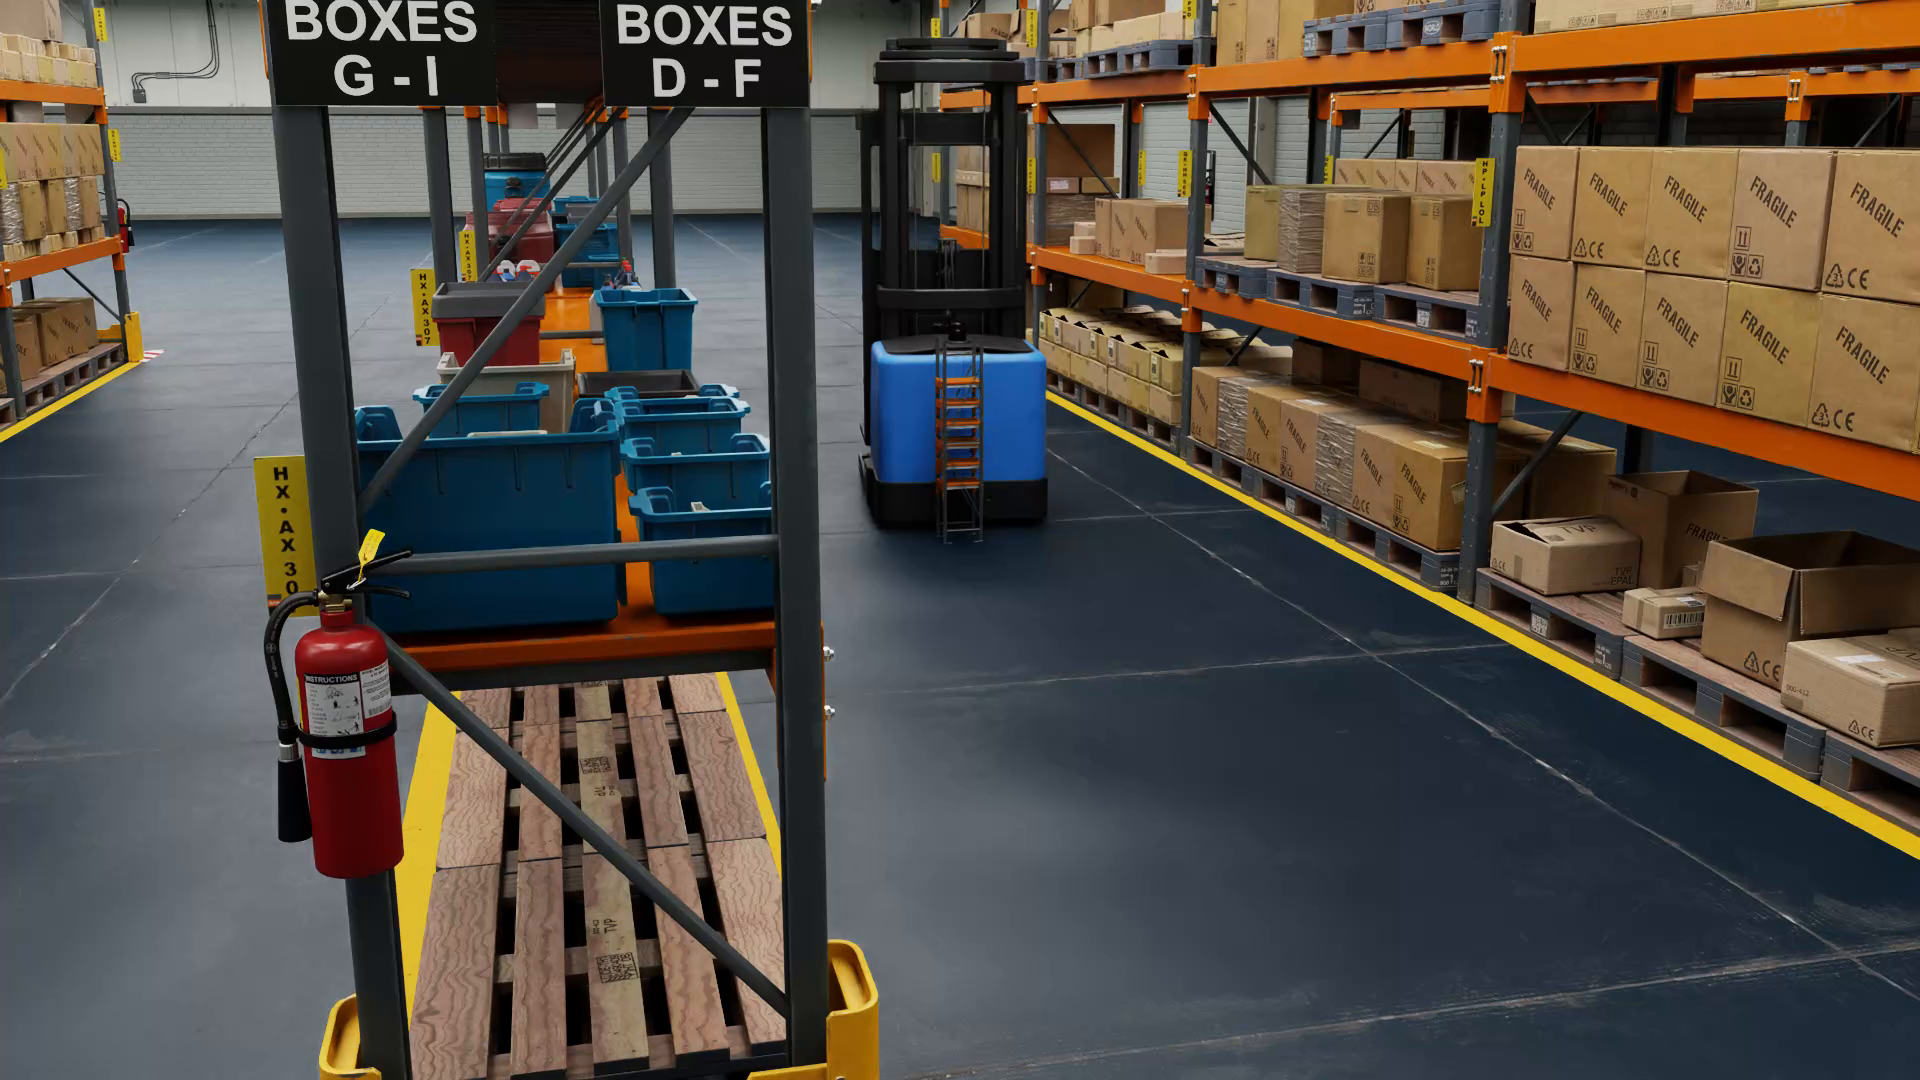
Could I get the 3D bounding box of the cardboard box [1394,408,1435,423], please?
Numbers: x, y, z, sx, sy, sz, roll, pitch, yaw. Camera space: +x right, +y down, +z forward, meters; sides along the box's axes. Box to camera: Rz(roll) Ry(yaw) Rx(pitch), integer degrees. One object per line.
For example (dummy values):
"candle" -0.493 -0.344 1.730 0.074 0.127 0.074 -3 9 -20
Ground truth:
"cardboard box" 2.958 -0.521 10.079 0.500 0.500 0.500 -3 14 -13

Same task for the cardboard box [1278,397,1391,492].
"cardboard box" 2.340 -0.603 10.414 0.500 0.500 0.500 -4 14 -15

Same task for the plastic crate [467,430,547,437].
"plastic crate" -1.393 -0.237 5.006 0.298 0.136 0.250 -3 14 -13

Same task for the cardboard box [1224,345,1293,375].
"cardboard box" 2.304 -1.359 12.896 0.500 0.311 0.500 -3 14 -11

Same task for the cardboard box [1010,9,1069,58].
"cardboard box" 0.938 -5.170 17.051 0.797 0.503 0.637 -2 14 -7

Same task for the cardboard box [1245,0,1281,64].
"cardboard box" 2.397 -3.370 10.871 0.910 0.500 0.500 -3 14 -13

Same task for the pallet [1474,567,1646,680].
"pallet" 3.241 0.355 8.030 1.003 0.211 1.213 -3 14 -13

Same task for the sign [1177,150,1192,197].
"sign" 1.603 -2.612 11.857 0.100 0.325 0.005 -3 14 -13

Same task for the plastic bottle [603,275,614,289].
"plastic bottle" -1.993 -1.365 9.440 0.061 0.283 0.133 -3 14 -13

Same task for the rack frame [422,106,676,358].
"rack frame" -1.735 -0.883 7.221 1.000 3.000 0.127 -3 14 -13

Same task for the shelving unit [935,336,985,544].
"shelving unit" -0.003 -0.586 9.798 0.258 1.200 0.189 -3 14 -13

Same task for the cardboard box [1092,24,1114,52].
"cardboard box" 1.469 -4.323 14.411 0.500 0.250 0.500 -5 15 -19

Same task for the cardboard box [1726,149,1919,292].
"cardboard box" 3.282 -1.211 6.248 0.500 0.500 0.500 -3 14 -11

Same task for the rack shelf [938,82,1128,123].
"rack shelf" 0.732 -4.573 17.519 1.077 0.370 4.000 -3 14 -13

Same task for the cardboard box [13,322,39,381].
"cardboard box" -8.625 -1.668 14.818 0.500 0.500 0.500 1 14 5

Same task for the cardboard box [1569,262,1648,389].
"cardboard box" 3.059 -0.956 7.309 0.500 0.500 0.500 -3 14 -12

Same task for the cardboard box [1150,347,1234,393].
"cardboard box" 1.779 -1.329 12.773 0.500 0.311 0.500 -3 14 -12

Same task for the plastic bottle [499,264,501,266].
"plastic bottle" -2.886 -1.597 10.415 0.097 0.271 0.097 0 14 0

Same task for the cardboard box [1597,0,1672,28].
"cardboard box" 3.068 -2.301 7.021 0.500 0.250 0.500 -3 14 -13

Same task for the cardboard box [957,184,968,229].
"cardboard box" 0.360 -3.867 19.223 0.700 0.500 0.500 -3 14 -13

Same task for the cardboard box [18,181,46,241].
"cardboard box" -8.557 -2.870 14.517 0.875 0.500 0.500 -3 14 -13

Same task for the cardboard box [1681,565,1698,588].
"cardboard box" 3.637 0.212 7.820 0.380 0.149 0.250 -3 14 -13

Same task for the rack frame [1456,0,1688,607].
"rack frame" 3.081 -1.158 8.347 1.000 3.000 0.127 -3 14 -13

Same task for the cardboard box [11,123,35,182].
"cardboard box" -8.405 -3.364 14.434 0.500 0.500 0.500 -3 14 -13

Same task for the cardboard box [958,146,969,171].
"cardboard box" 0.372 -4.485 19.019 0.700 0.500 0.500 -3 14 -13

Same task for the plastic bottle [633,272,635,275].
"plastic bottle" -1.896 -1.416 9.648 0.061 0.283 0.133 -3 14 -13

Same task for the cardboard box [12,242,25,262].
"cardboard box" -8.232 -2.455 14.185 0.380 0.149 0.250 -3 14 -13

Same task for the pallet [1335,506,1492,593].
"pallet" 2.853 0.011 9.438 1.003 0.211 1.213 -3 14 -13

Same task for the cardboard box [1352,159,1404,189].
"cardboard box" 5.003 -4.263 19.750 0.500 0.500 0.500 -3 14 -13

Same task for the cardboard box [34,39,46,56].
"cardboard box" -8.681 -4.540 15.346 0.380 0.149 0.250 -4 14 -16

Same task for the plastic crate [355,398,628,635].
"plastic crate" -1.055 -0.073 3.706 0.616 0.435 0.499 -3 14 -13

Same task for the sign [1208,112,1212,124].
"sign" 4.225 -7.180 28.112 0.001 0.298 0.199 -3 14 -13

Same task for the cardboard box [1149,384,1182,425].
"cardboard box" 1.781 -1.057 12.842 0.500 0.250 0.500 -3 14 -12

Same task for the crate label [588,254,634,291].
"crate label" -2.409 -1.842 11.501 0.303 0.233 0.416 -3 14 -13

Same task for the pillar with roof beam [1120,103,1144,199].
"pillar with roof beam" -0.921 -9.533 29.986 9.100 9.000 0.400 -3 14 -13

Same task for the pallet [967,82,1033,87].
"pallet" 0.694 -4.894 17.505 1.003 0.211 1.213 -3 14 -13

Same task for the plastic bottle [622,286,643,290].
"plastic bottle" -1.745 -1.218 8.853 0.152 0.276 0.135 -3 14 -13

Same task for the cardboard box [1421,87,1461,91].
"cardboard box" 5.384 -5.142 18.080 0.500 0.500 0.500 -4 14 -15

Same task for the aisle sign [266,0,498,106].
"aisle sign" -1.063 -1.190 3.001 0.394 0.787 0.004 -3 14 -13

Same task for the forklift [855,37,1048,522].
"forklift" -0.130 -1.831 11.246 1.130 2.935 3.031 -1 14 -6

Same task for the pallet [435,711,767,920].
"pallet" -1.234 0.921 5.712 1.003 0.211 1.213 -3 14 -13

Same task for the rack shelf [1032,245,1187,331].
"rack shelf" 1.672 -2.193 14.098 1.077 0.370 4.000 -3 14 -13

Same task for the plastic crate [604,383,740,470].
"plastic crate" -0.913 -0.356 5.292 0.416 0.233 0.300 -3 14 -13

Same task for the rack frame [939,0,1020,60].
"rack frame" 0.263 -6.841 18.967 1.000 3.000 0.127 -3 14 -13

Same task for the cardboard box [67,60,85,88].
"cardboard box" -8.887 -4.547 16.216 0.500 0.250 0.500 -3 14 -13

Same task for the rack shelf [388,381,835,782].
"rack shelf" -1.265 -0.072 5.418 1.077 0.370 4.000 -3 14 -13

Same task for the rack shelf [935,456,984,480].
"rack shelf" -0.003 -0.426 9.837 0.258 0.103 0.180 -3 14 -13

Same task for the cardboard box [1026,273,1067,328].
"cardboard box" 0.775 -2.447 16.952 0.500 0.500 0.500 -3 14 -13

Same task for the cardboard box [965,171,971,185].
"cardboard box" 0.268 -4.069 18.685 0.380 0.149 0.250 -3 14 -13

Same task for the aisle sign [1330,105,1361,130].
"aisle sign" 4.769 -5.466 20.503 0.394 0.787 0.004 -3 14 -13

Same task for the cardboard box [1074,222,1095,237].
"cardboard box" 1.360 -2.820 15.464 0.500 0.250 0.500 -2 14 -10

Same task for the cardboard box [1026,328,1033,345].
"cardboard box" 0.881 -1.967 16.566 0.500 0.250 0.500 -3 14 -13

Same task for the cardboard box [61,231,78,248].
"cardboard box" -8.645 -2.859 15.837 0.380 0.149 0.250 -3 14 -13
